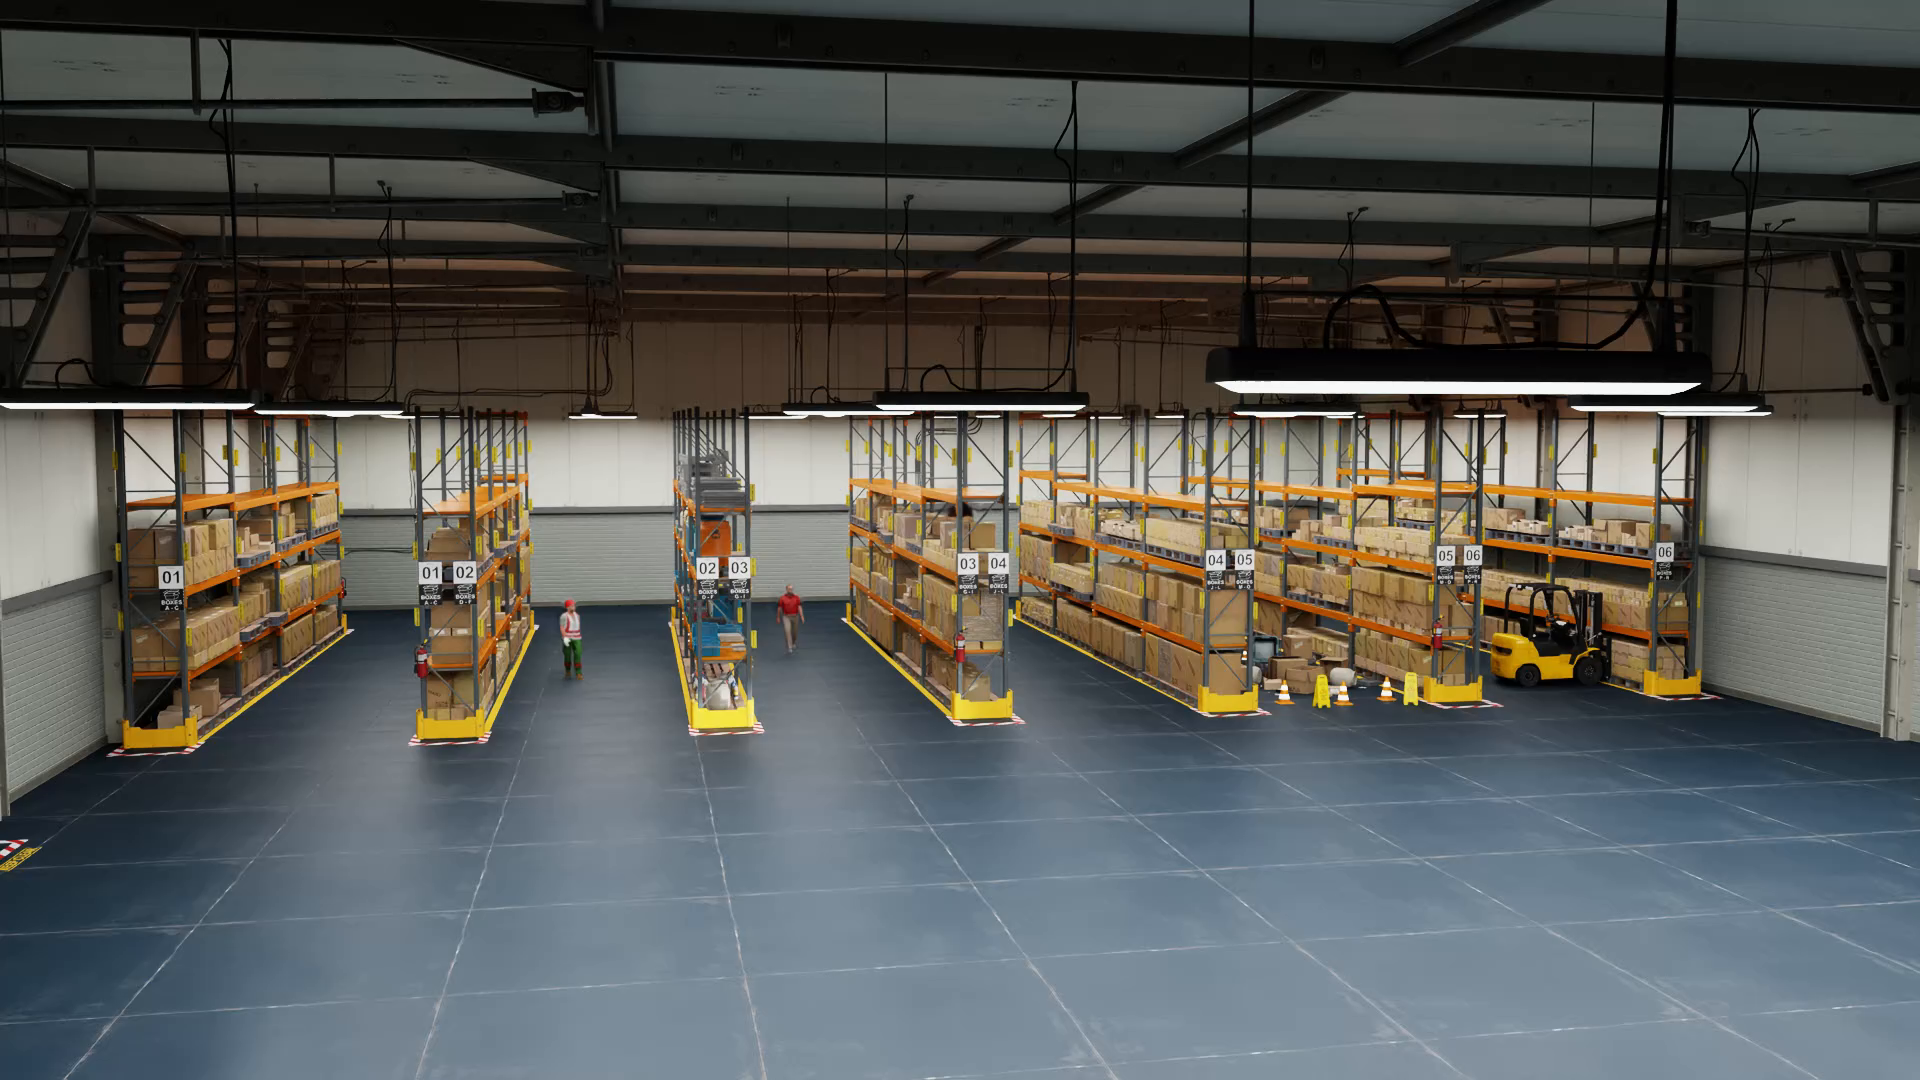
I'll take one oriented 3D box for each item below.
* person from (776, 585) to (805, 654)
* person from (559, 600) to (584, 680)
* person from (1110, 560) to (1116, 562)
[{"bbox_3d":[-4.215,1.954,41.264,0.646,1.675,1.071,-1,4,-15],"label":"person"},{"bbox_3d":[-8.626,2.202,36.846,0.482,1.729,1.007,-1,4,-19],"label":"person"},{"bbox_3d":[4.340,1.460,47.284,0.392,1.784,0.605,-1,4,-10],"label":"person"}]
